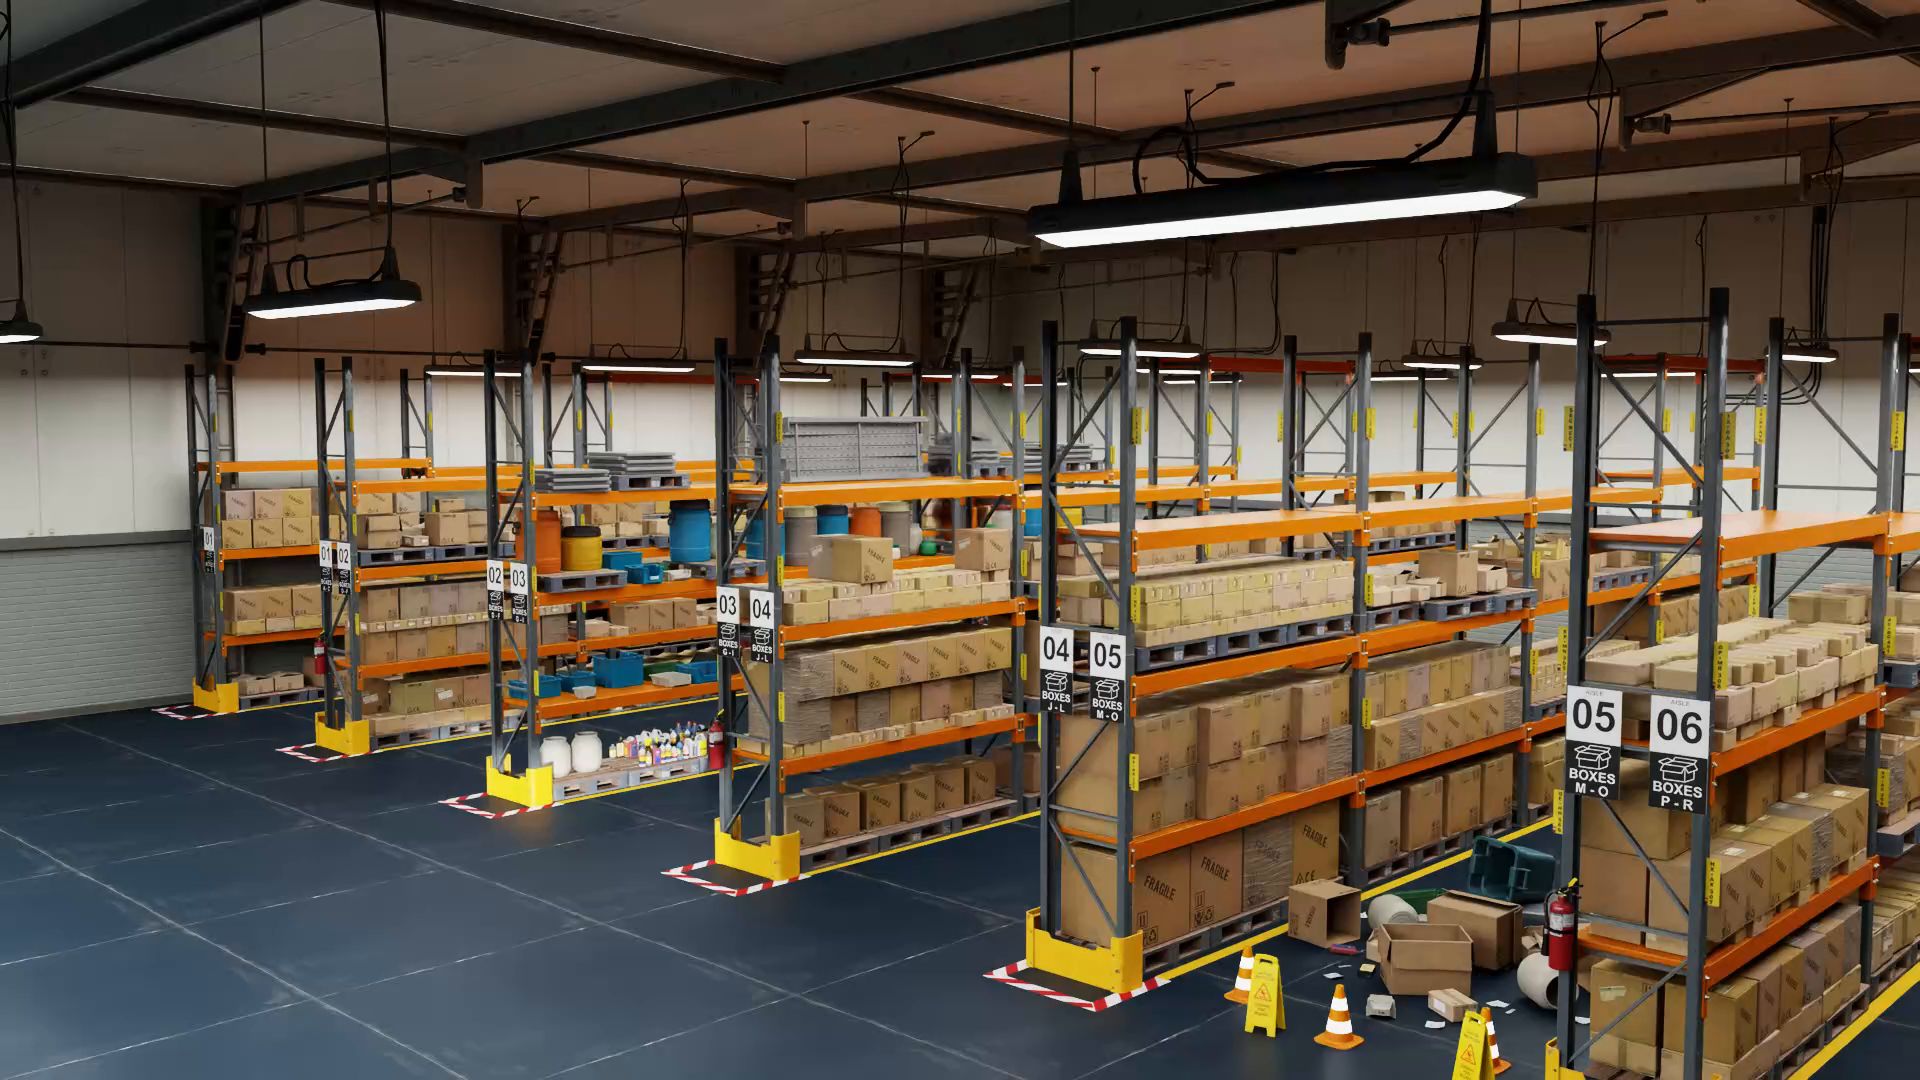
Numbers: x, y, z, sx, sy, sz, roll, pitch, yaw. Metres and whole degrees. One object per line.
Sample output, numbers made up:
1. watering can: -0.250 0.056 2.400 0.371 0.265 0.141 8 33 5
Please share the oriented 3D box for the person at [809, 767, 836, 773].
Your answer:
1. person: -2.042 2.542 23.910 0.376 1.694 0.519 2 5 26
